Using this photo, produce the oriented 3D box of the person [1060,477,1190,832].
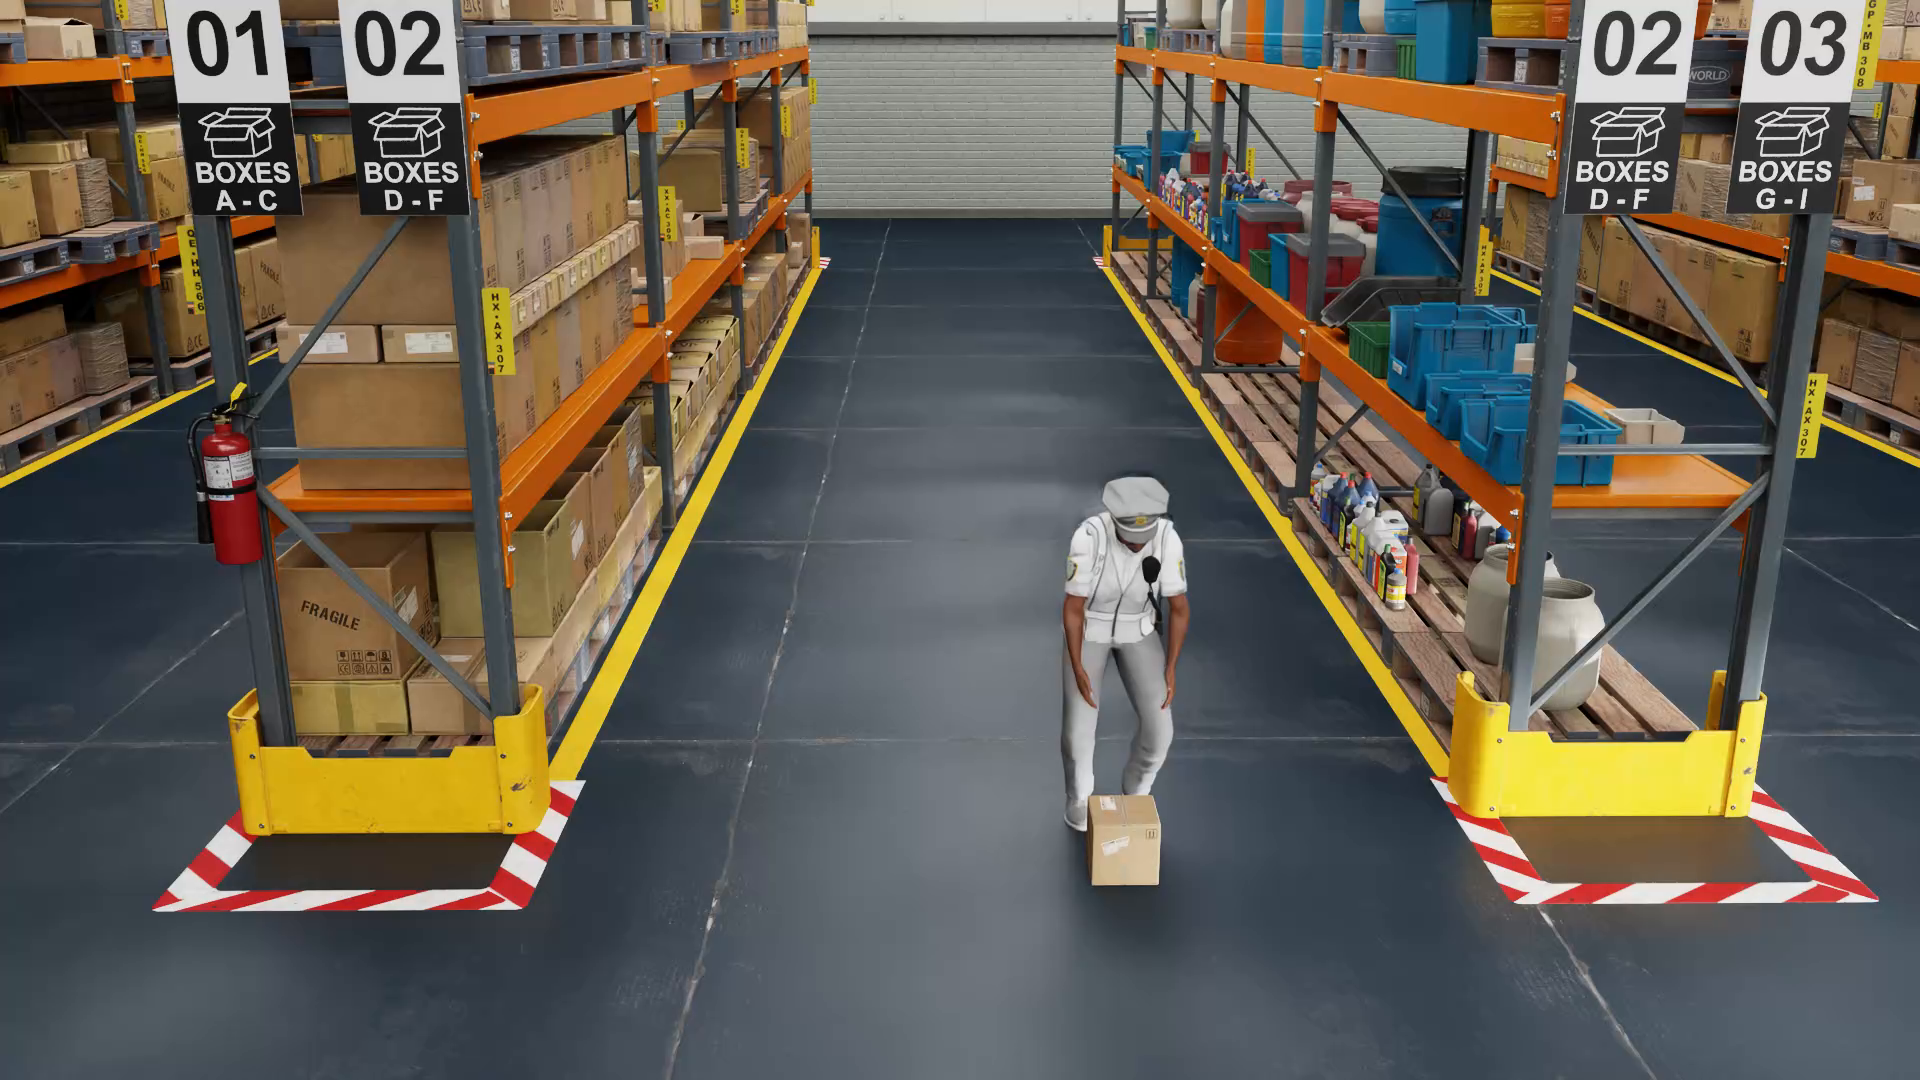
[{"bbox_3d":[0.641,0.432,6.510,0.492,1.464,0.649,0,17,0],"label":"person"}]
